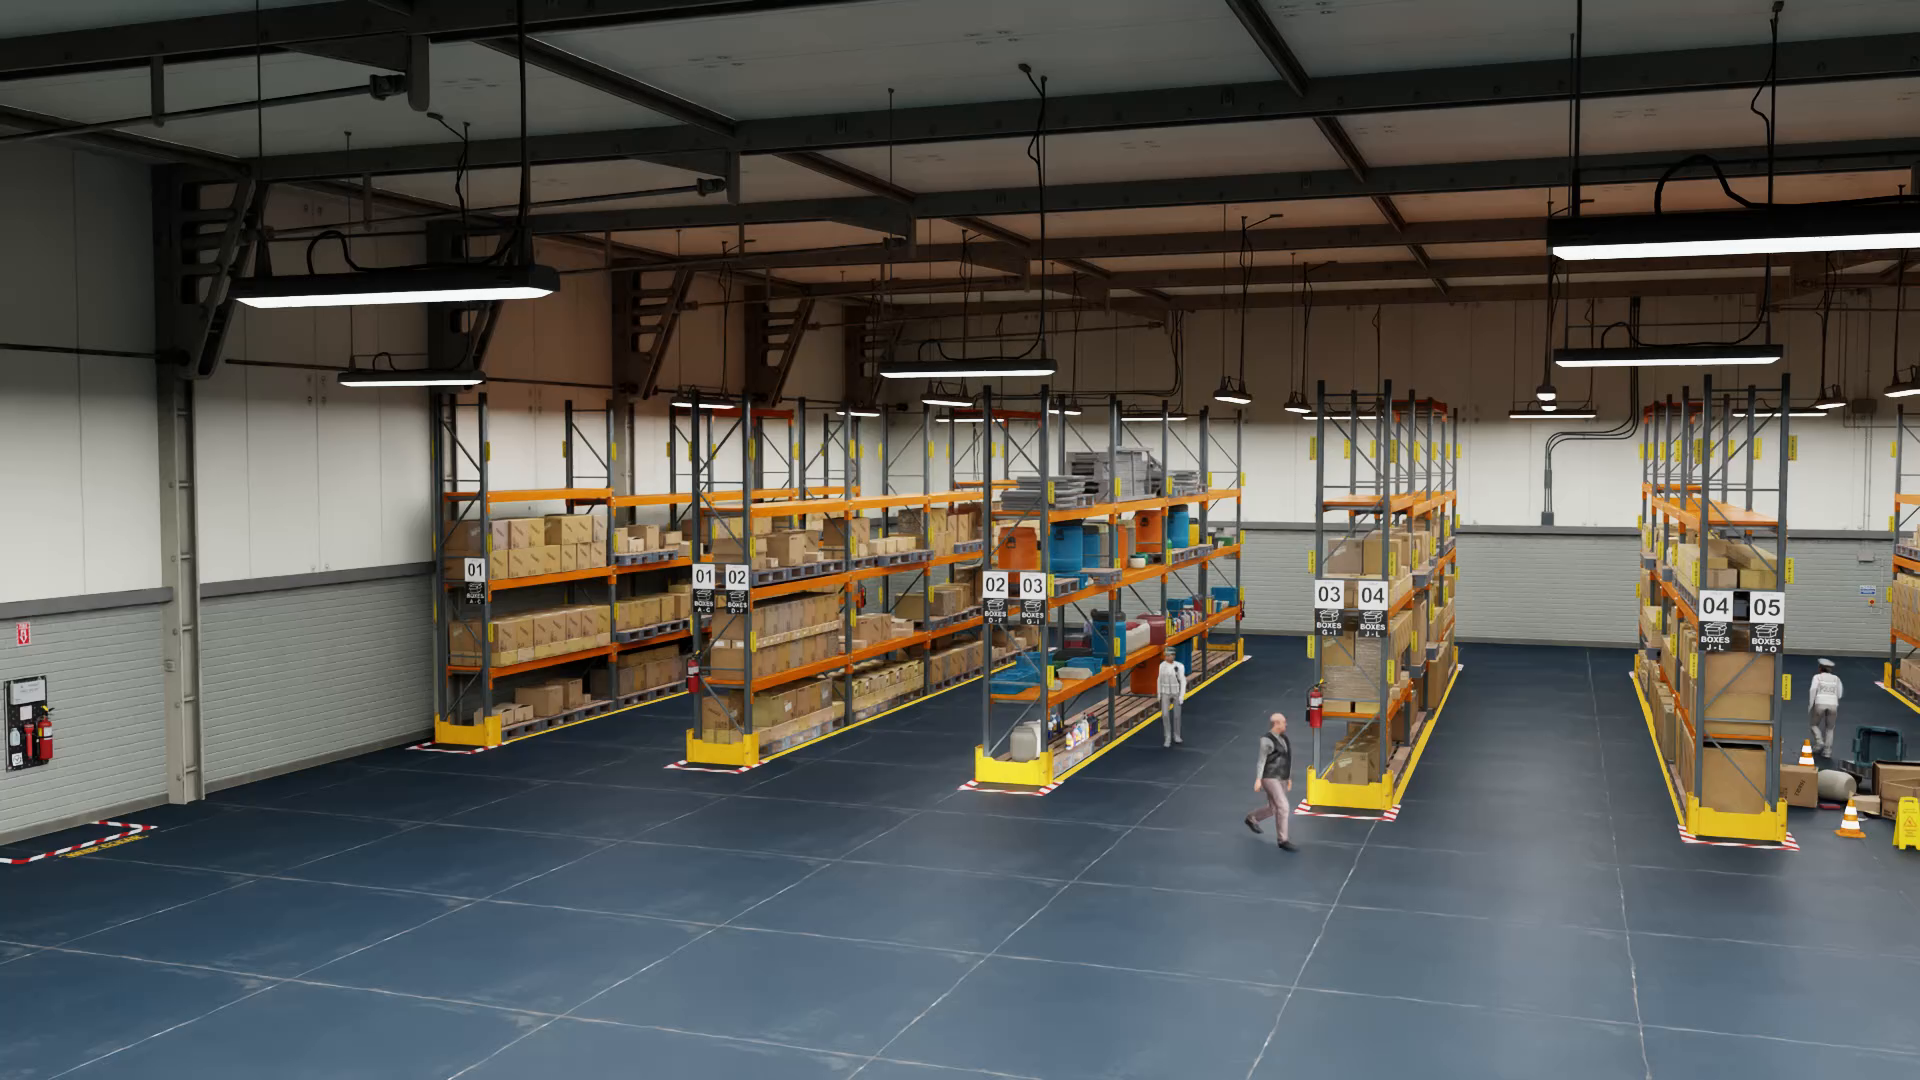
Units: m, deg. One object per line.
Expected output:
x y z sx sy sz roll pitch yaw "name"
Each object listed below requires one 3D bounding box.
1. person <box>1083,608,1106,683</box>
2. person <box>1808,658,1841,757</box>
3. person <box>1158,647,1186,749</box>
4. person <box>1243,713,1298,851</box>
2.902 2.287 35.679 0.531 1.646 0.506 1 3 15 "person"
14.285 2.753 27.476 0.499 1.582 0.755 1 3 23 "person"
3.590 2.677 28.331 0.516 1.696 0.708 1 3 20 "person"
3.981 3.033 21.208 0.906 1.675 0.557 2 4 35 "person"
